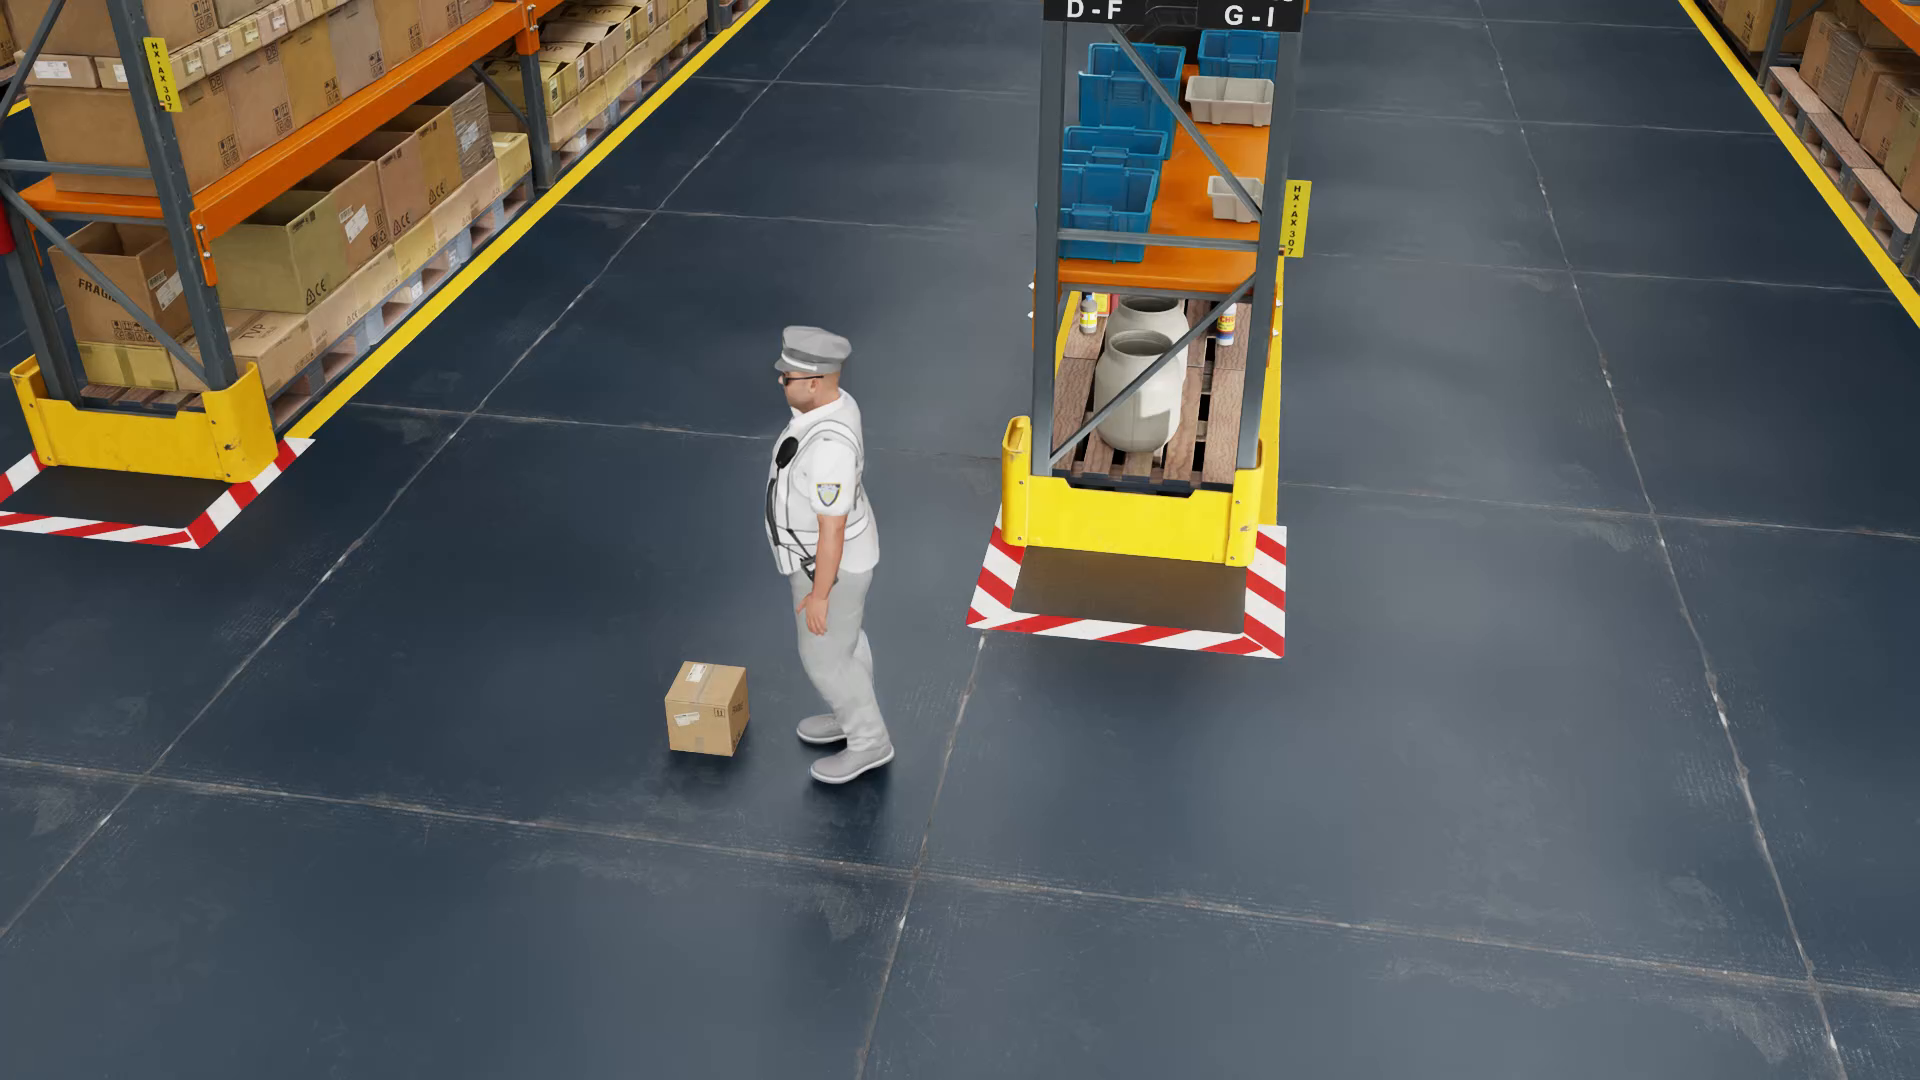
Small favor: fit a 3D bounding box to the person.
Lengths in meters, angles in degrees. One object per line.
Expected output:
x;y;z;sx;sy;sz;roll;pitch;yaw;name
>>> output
-0.477;0.064;6.004;0.424;1.764;0.579;-1;32;-2;person
